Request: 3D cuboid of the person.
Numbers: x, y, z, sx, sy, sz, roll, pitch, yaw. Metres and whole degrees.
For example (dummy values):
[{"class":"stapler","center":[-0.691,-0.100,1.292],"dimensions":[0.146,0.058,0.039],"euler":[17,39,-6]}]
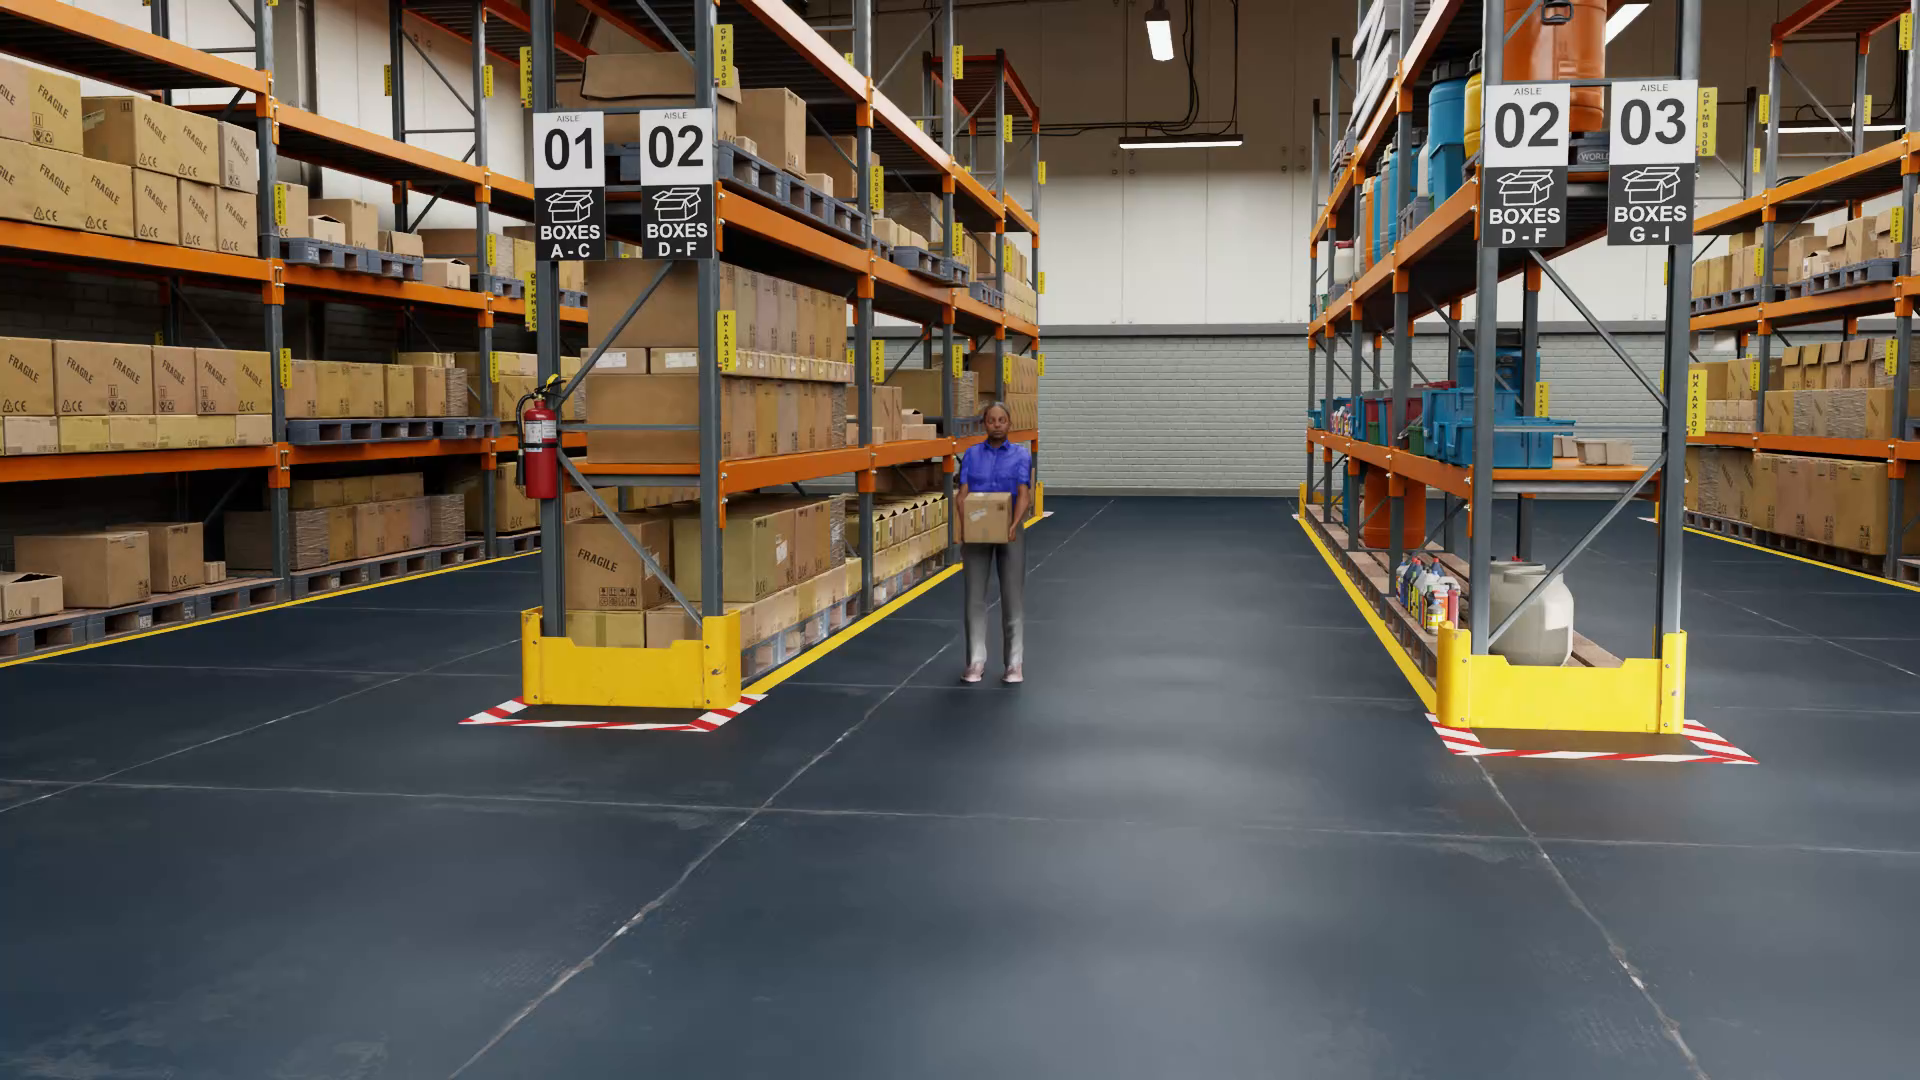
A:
[{"class":"person","center":[0.191,0.015,9.805],"dimensions":[0.445,1.656,0.497],"euler":[1,5,8]}]
